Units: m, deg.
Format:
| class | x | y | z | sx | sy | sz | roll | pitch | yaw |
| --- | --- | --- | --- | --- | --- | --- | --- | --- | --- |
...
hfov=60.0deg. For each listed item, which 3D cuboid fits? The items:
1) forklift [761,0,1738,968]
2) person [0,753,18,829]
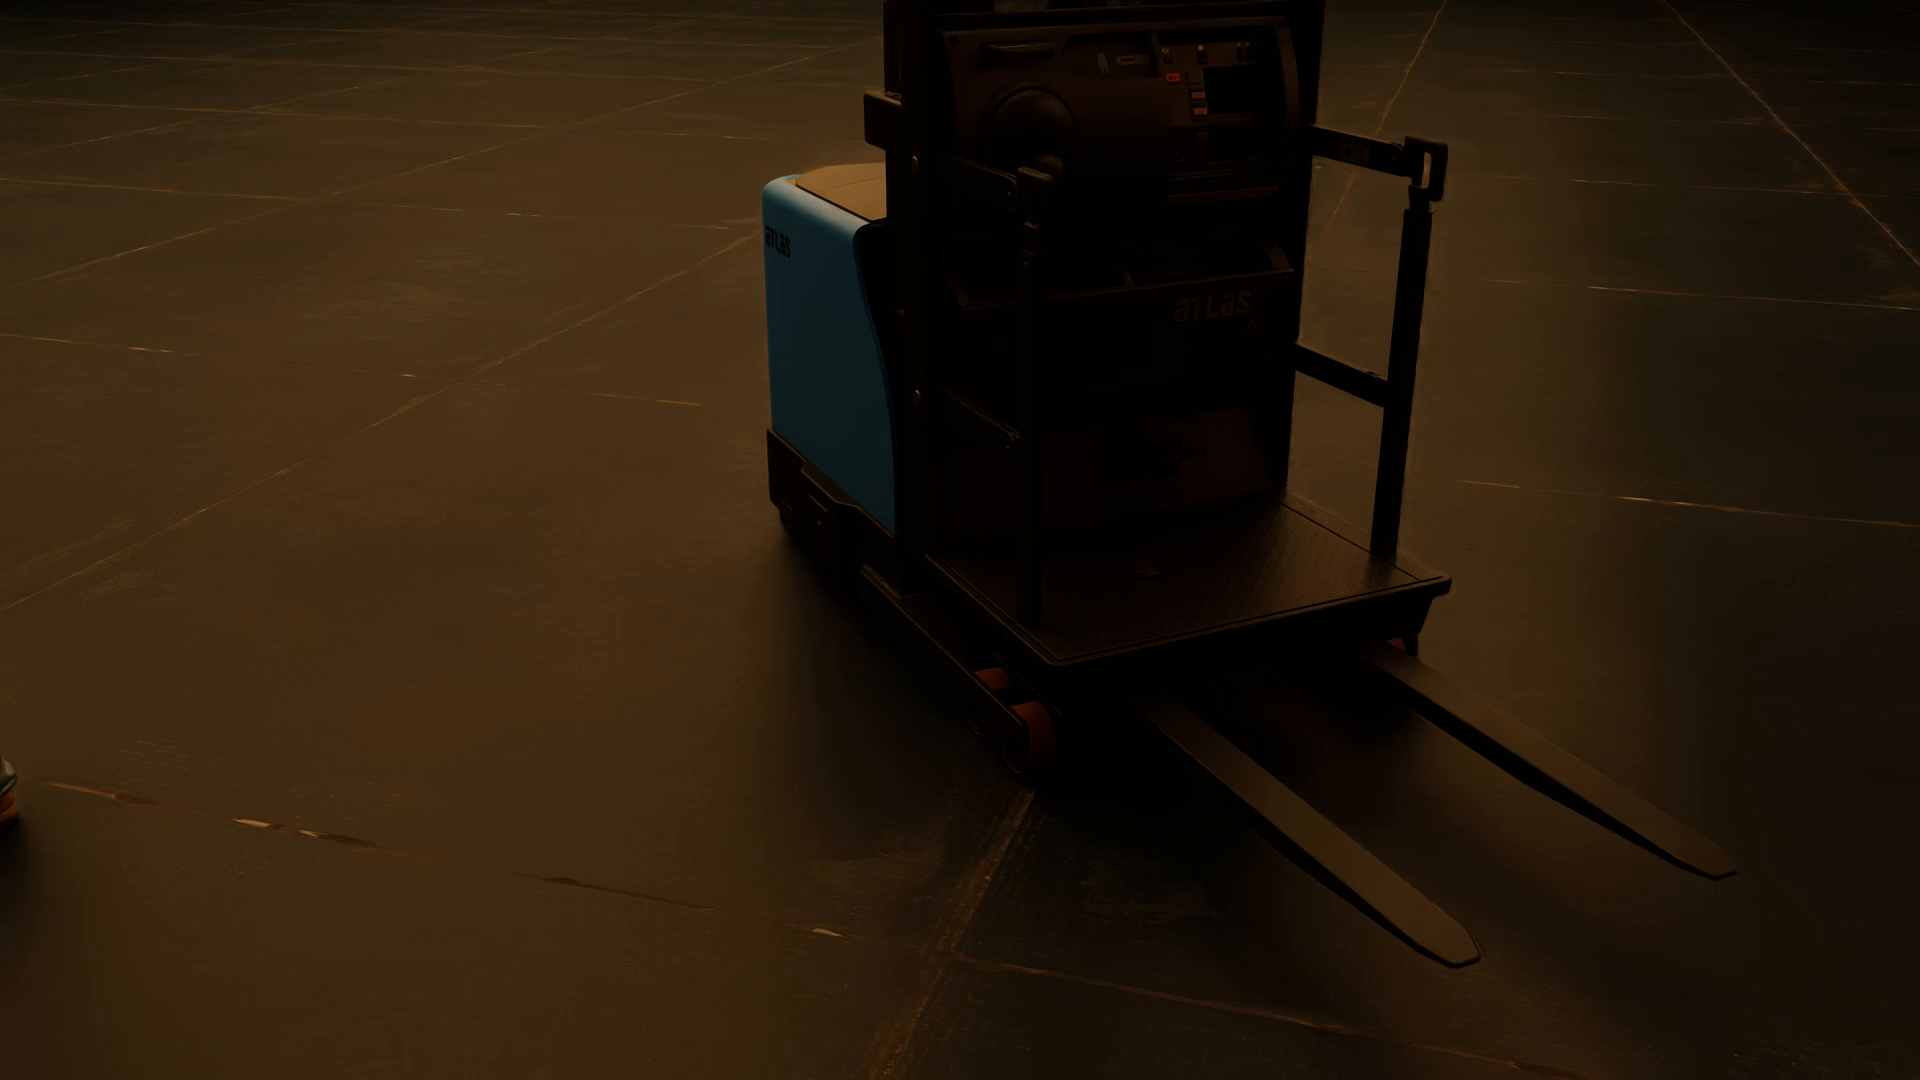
| class | x | y | z | sx | sy | sz | roll | pitch | yaw |
| --- | --- | --- | --- | --- | --- | --- | --- | --- | --- |
| forklift | 0.486 | -1.007 | 3.720 | 1.130 | 2.935 | 3.031 | -10 | 25 | -23 |
| person | -2.359 | -0.124 | 3.197 | 1.048 | 1.780 | 0.658 | 21 | 30 | 41 |
